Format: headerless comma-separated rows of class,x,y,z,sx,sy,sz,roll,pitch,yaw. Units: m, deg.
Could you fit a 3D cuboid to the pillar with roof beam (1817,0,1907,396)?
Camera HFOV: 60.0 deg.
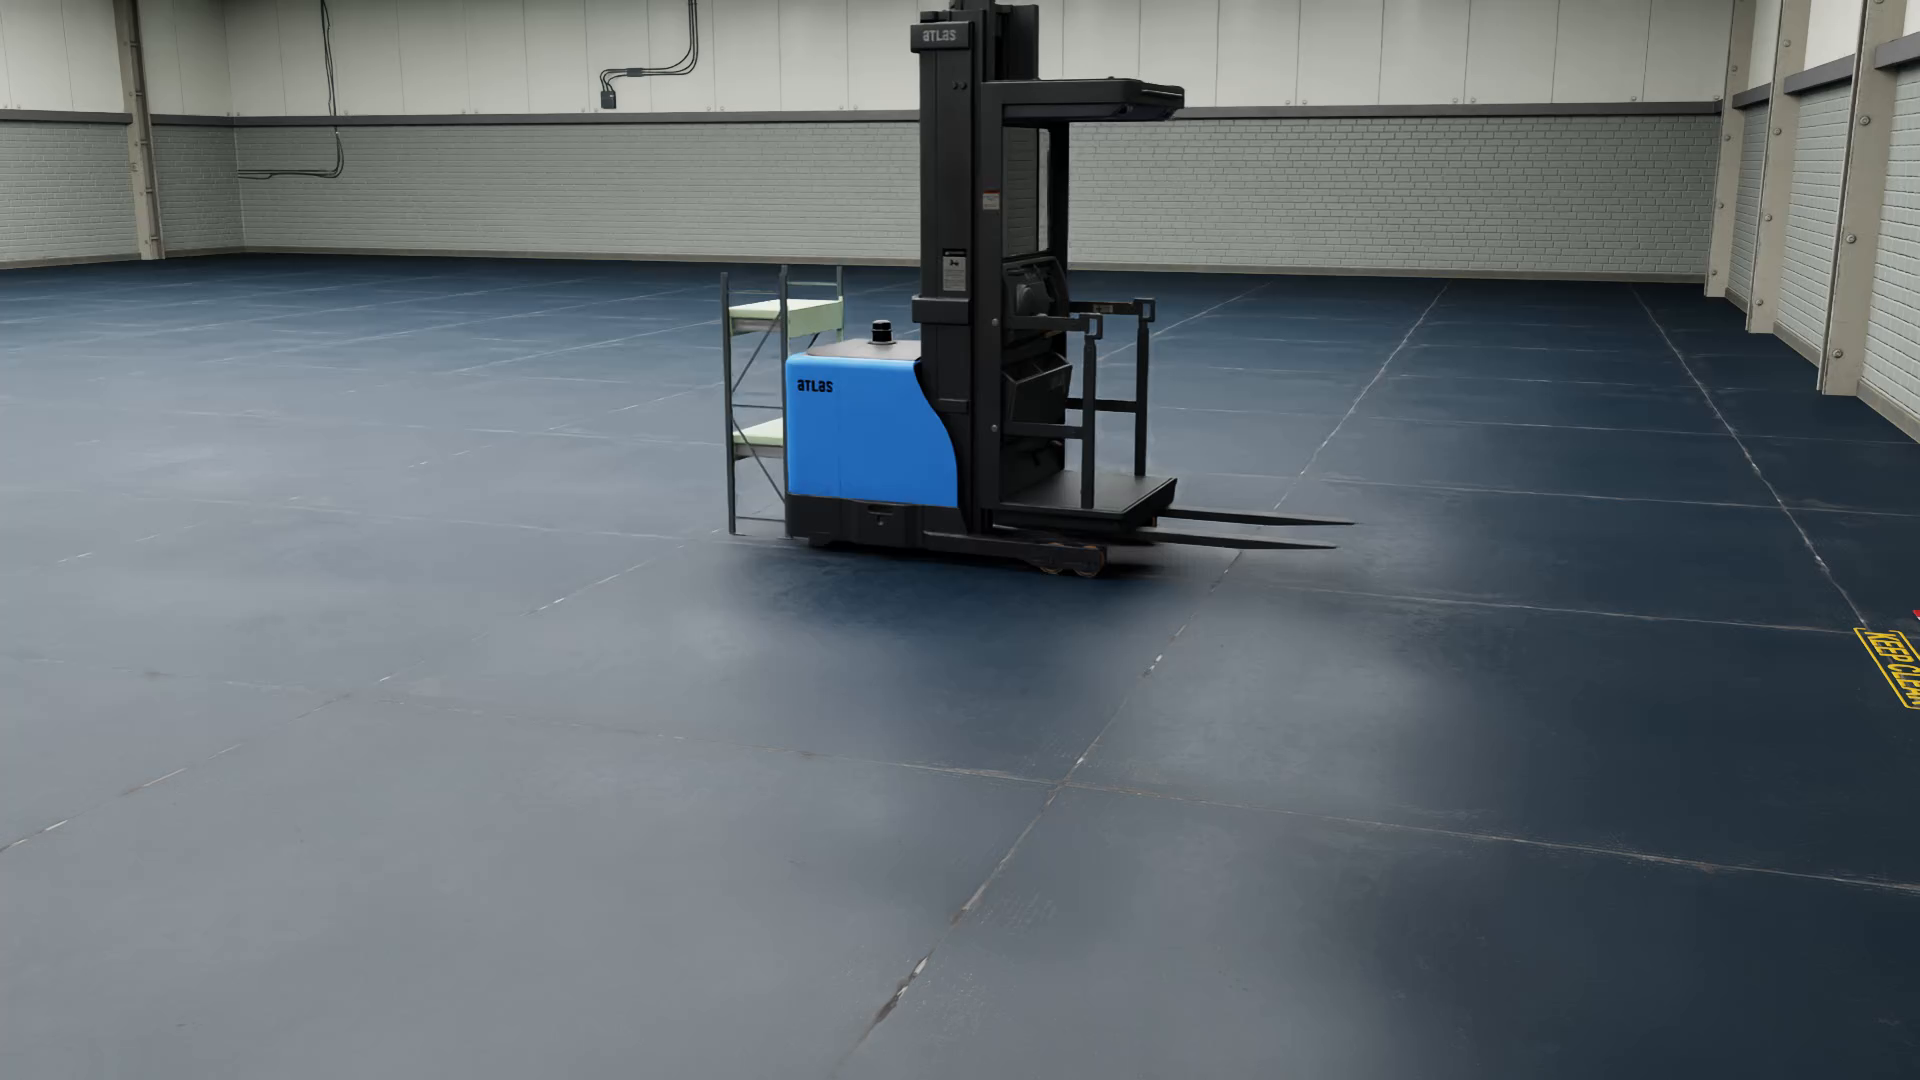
pillar with roof beam,4.123,-6.074,15.877,9.100,9.000,0.400,4,14,18

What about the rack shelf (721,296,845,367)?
rack shelf,-1.015,-1.206,9.646,0.431,0.370,0.720,5,14,21

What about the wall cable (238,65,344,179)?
wall cable,-15.522,-9.570,38.171,3.097,2.526,0.112,4,14,18

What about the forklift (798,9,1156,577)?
forklift,-10.715,-1.028,7.549,20.805,2.867,12.119,5,14,21

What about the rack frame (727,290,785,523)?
rack frame,-1.149,-0.749,9.401,0.380,1.308,0.010,5,14,21

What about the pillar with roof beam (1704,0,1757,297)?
pillar with roof beam,8.005,-8.601,26.946,9.100,9.000,0.400,4,14,18

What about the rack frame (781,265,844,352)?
rack frame,-0.882,-0.901,10.065,0.400,1.500,0.023,5,14,21

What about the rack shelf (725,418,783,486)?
rack shelf,-1.015,-0.507,9.805,0.431,0.370,0.720,5,14,21

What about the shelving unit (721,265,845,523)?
shelving unit,-1.014,-0.826,9.736,0.431,1.500,0.748,5,14,21

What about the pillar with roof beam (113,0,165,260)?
pillar with roof beam,-13.653,-10.249,34.167,9.100,9.000,0.400,4,14,18

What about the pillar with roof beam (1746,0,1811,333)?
pillar with roof beam,6.064,-7.337,21.412,9.100,9.000,0.400,4,14,18

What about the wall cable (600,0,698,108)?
wall cable,-6.545,-12.055,34.438,2.305,6.003,0.169,4,14,18

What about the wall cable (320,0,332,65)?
wall cable,-12.963,-11.837,36.756,3.097,2.526,0.112,4,14,18
